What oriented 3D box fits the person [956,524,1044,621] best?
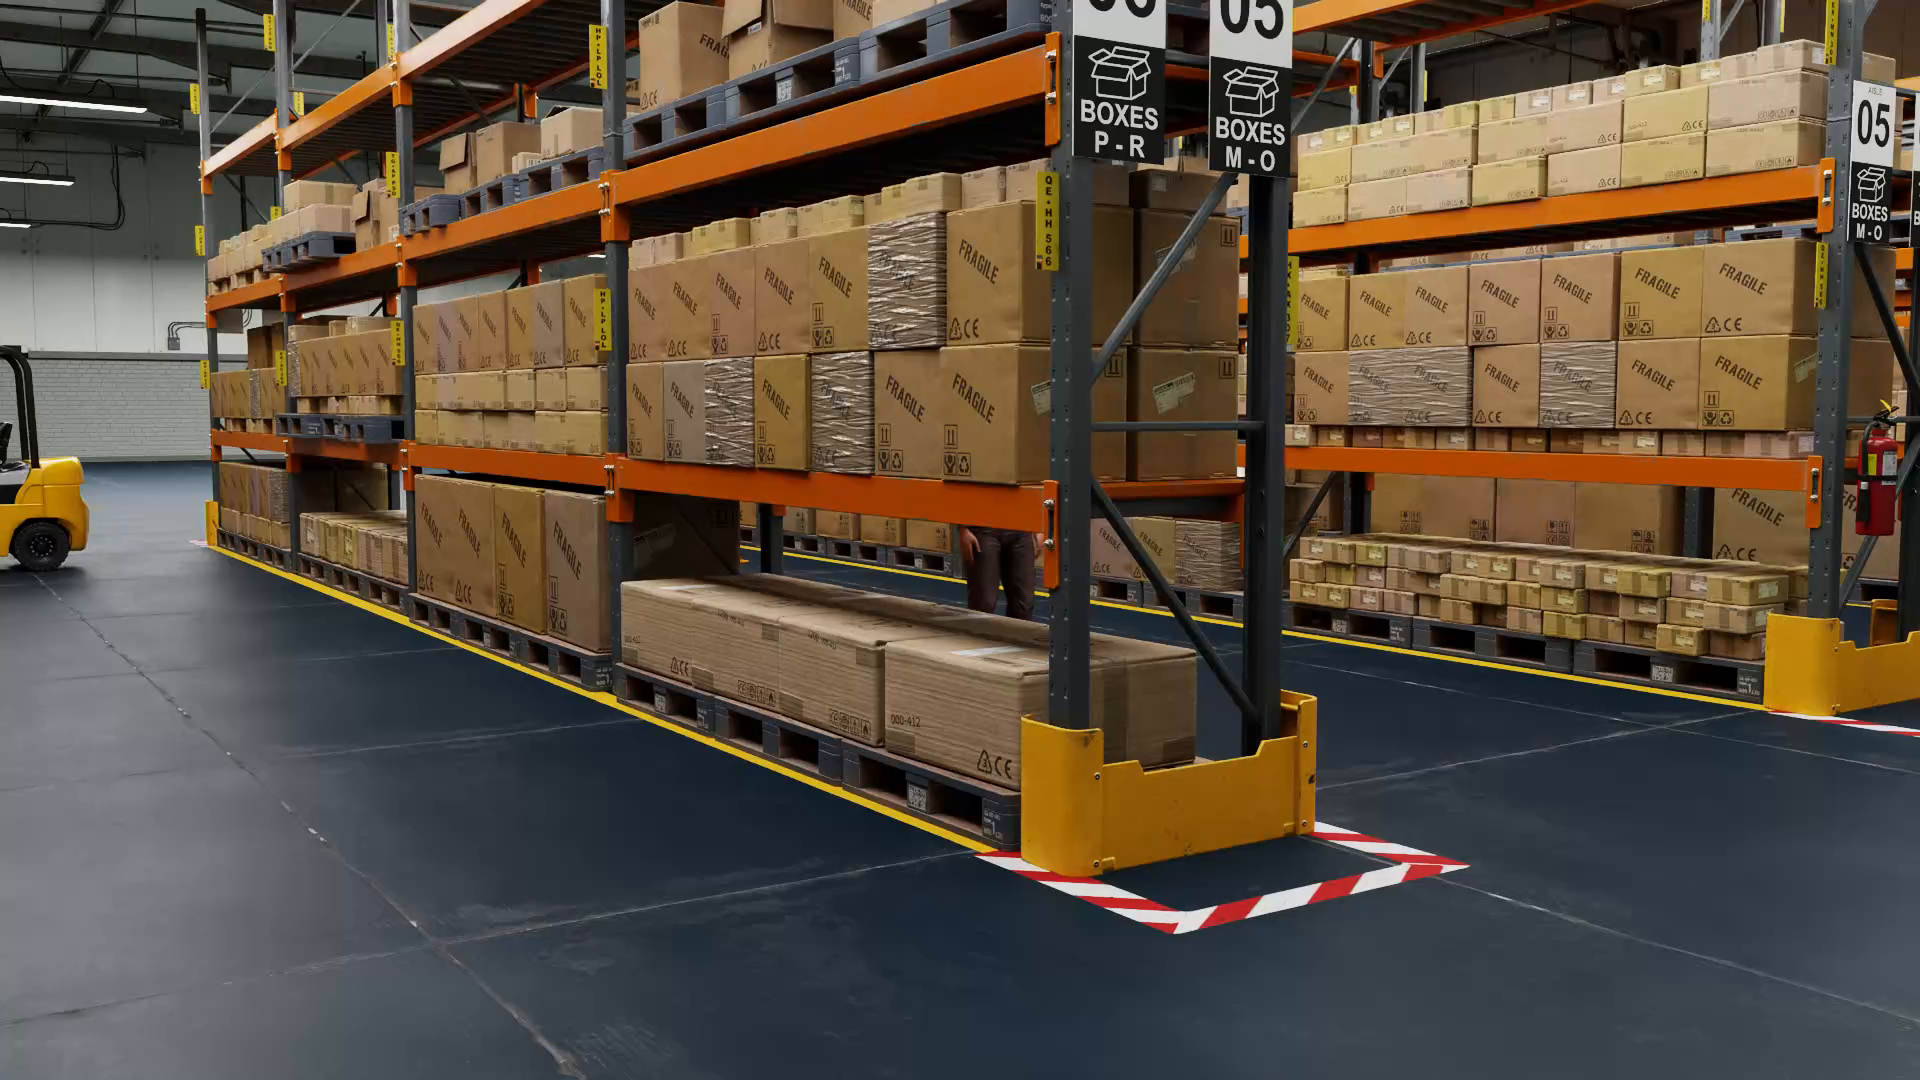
[{"bbox_3d":[0.211,-0.019,9.204,0.578,1.720,0.419,-3,6,-34],"label":"person"}]
